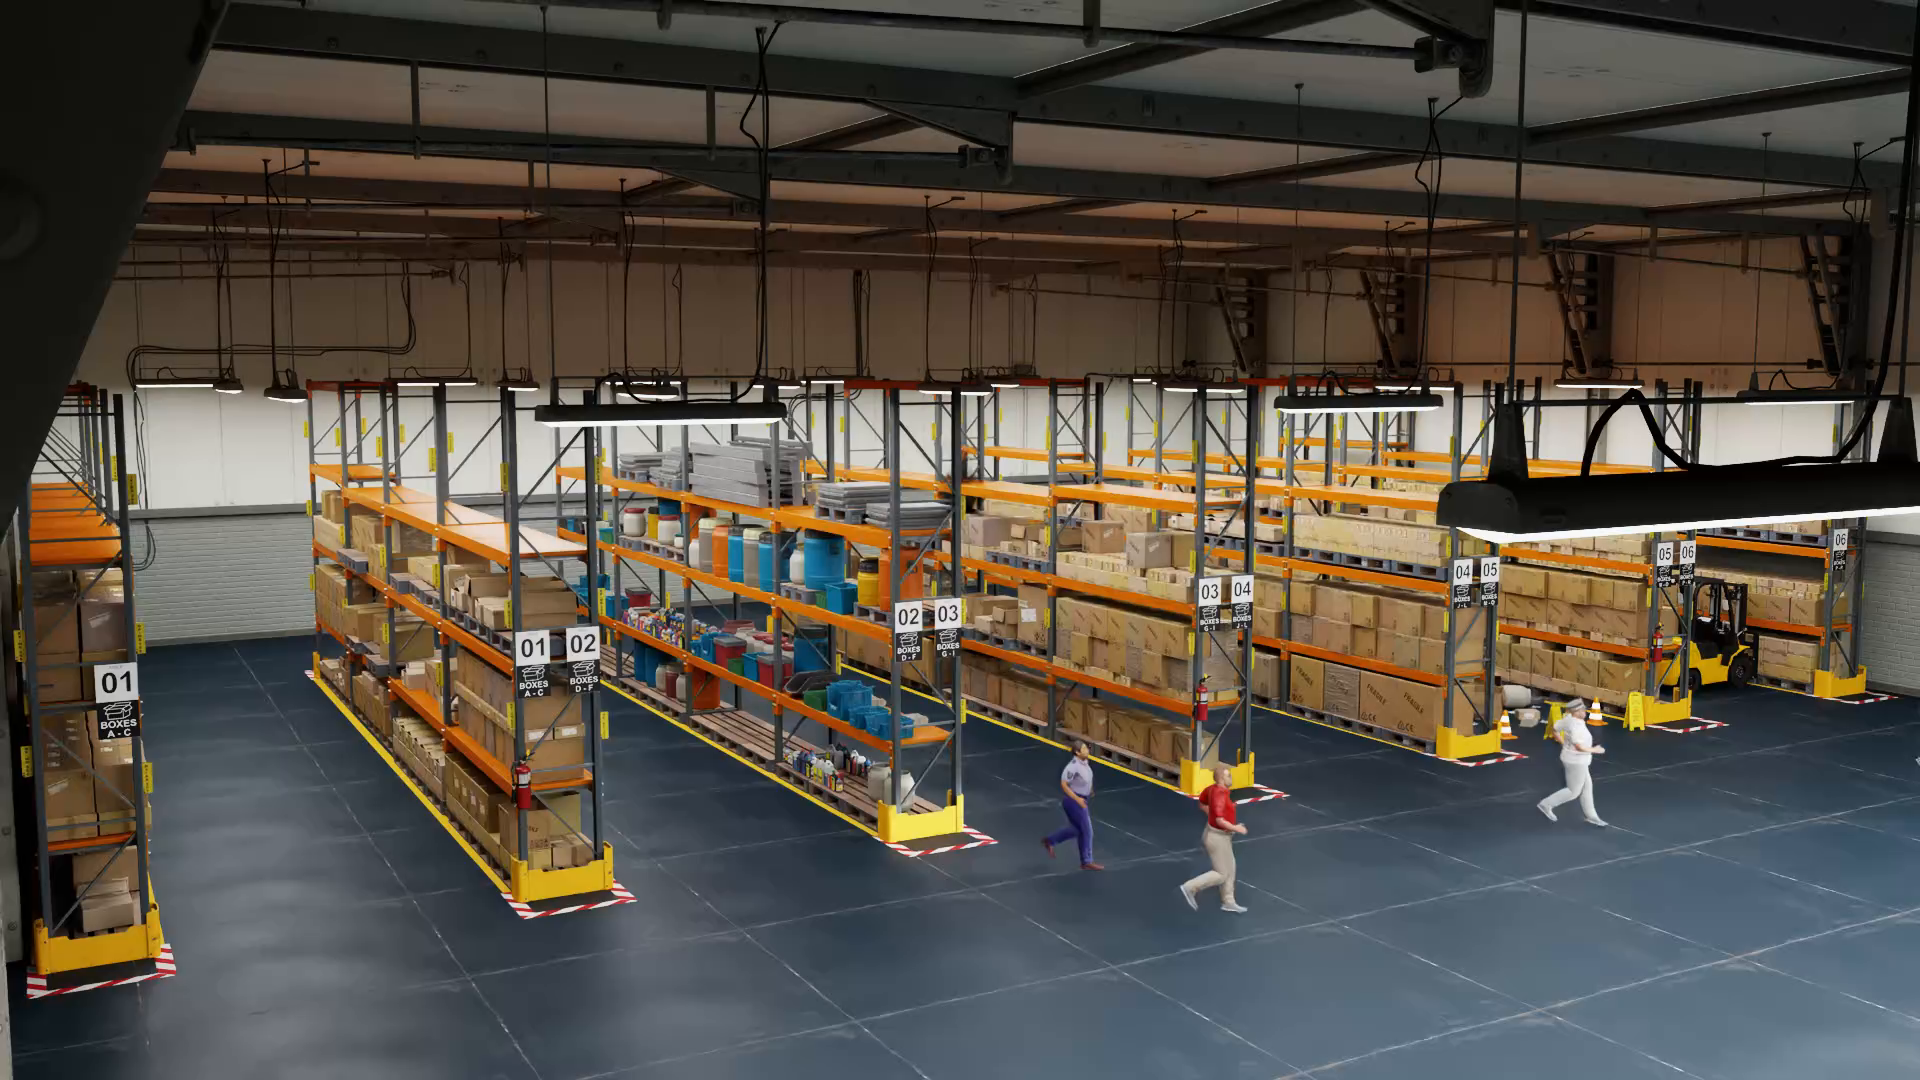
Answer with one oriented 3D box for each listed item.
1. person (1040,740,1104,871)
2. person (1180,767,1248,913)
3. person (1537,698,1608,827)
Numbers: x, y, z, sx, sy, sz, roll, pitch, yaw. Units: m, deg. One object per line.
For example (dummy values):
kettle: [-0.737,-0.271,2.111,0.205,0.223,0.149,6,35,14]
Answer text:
person: [1.401,3.298,20.800,0.822,1.635,0.583,2,6,14]
person: [2.920,3.465,19.149,0.844,1.727,0.670,-1,6,-5]
person: [8.413,3.041,22.703,0.934,1.794,0.674,1,6,7]
